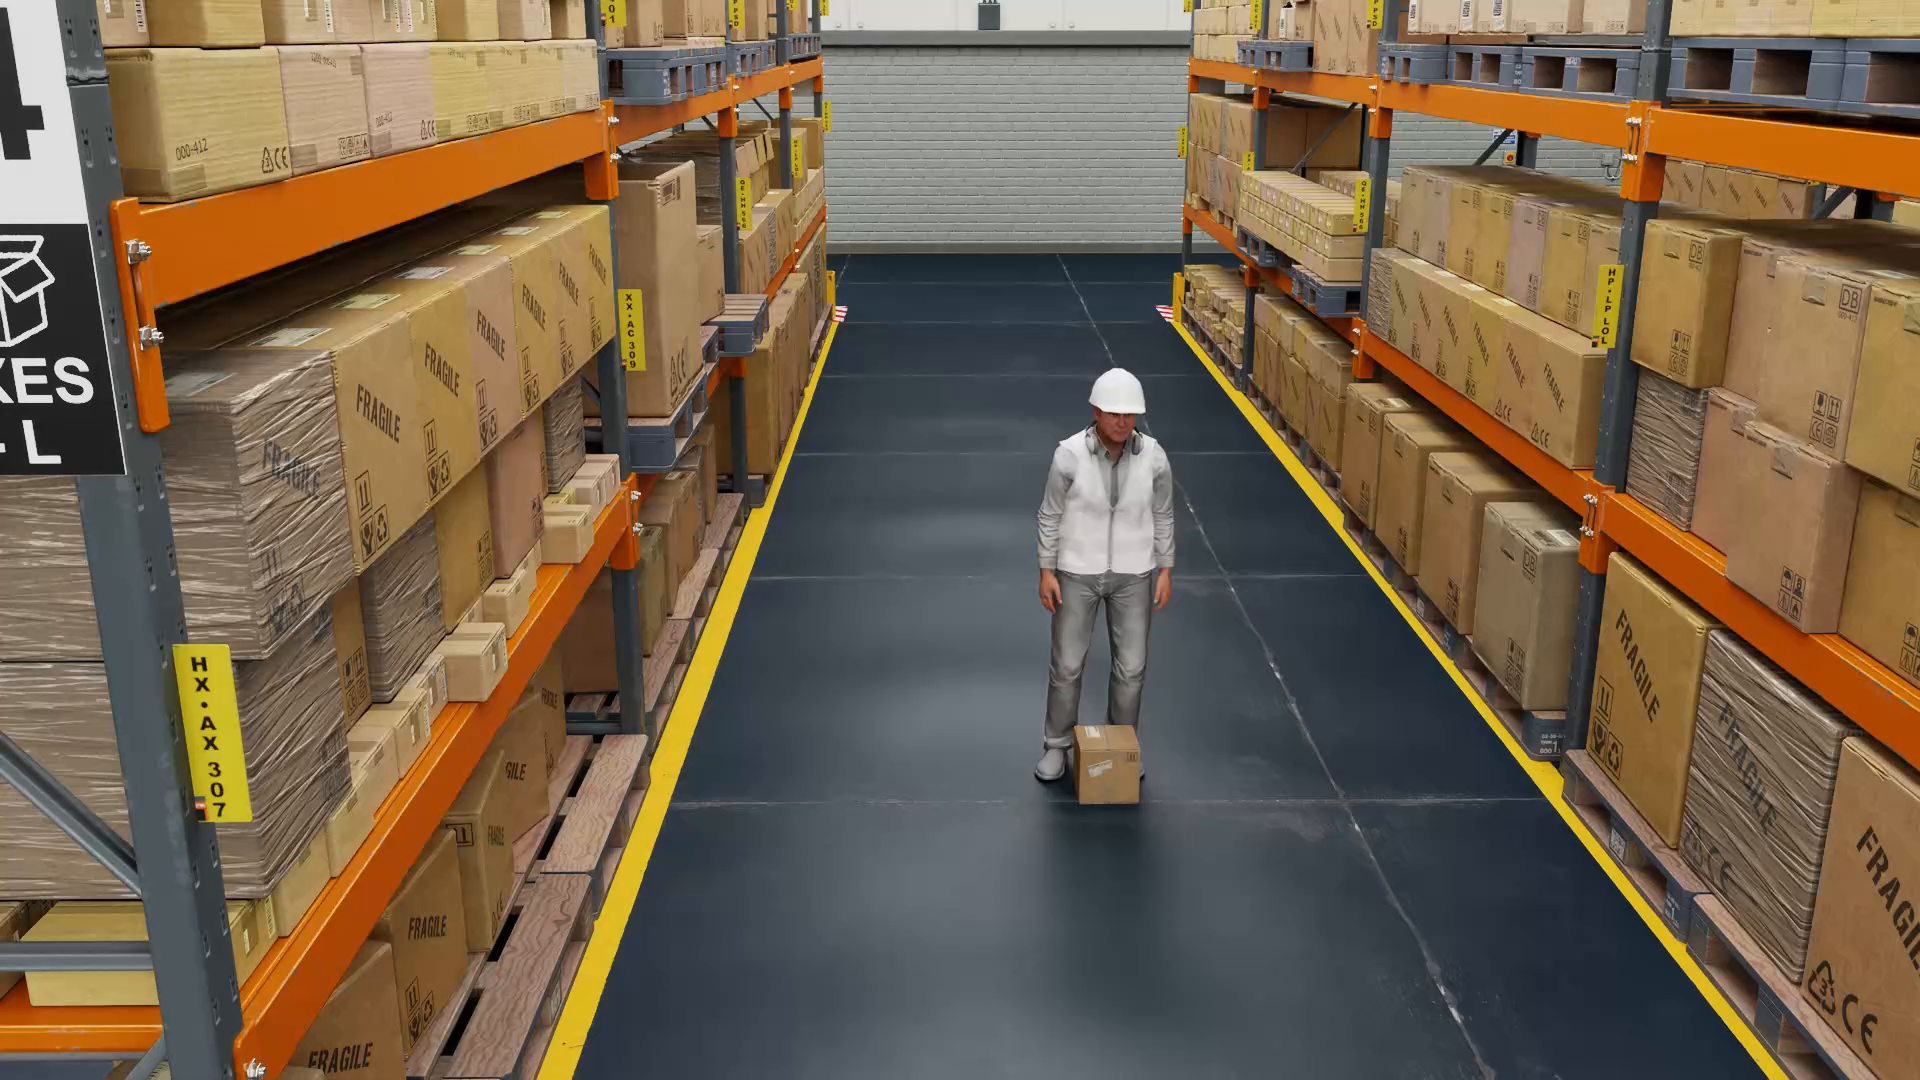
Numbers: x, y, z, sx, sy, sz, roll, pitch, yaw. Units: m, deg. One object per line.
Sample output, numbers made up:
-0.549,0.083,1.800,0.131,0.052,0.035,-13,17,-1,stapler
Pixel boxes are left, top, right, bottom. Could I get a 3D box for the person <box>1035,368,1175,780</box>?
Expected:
0.613,0.141,7.034,0.594,1.772,0.459,-1,17,-4,person
